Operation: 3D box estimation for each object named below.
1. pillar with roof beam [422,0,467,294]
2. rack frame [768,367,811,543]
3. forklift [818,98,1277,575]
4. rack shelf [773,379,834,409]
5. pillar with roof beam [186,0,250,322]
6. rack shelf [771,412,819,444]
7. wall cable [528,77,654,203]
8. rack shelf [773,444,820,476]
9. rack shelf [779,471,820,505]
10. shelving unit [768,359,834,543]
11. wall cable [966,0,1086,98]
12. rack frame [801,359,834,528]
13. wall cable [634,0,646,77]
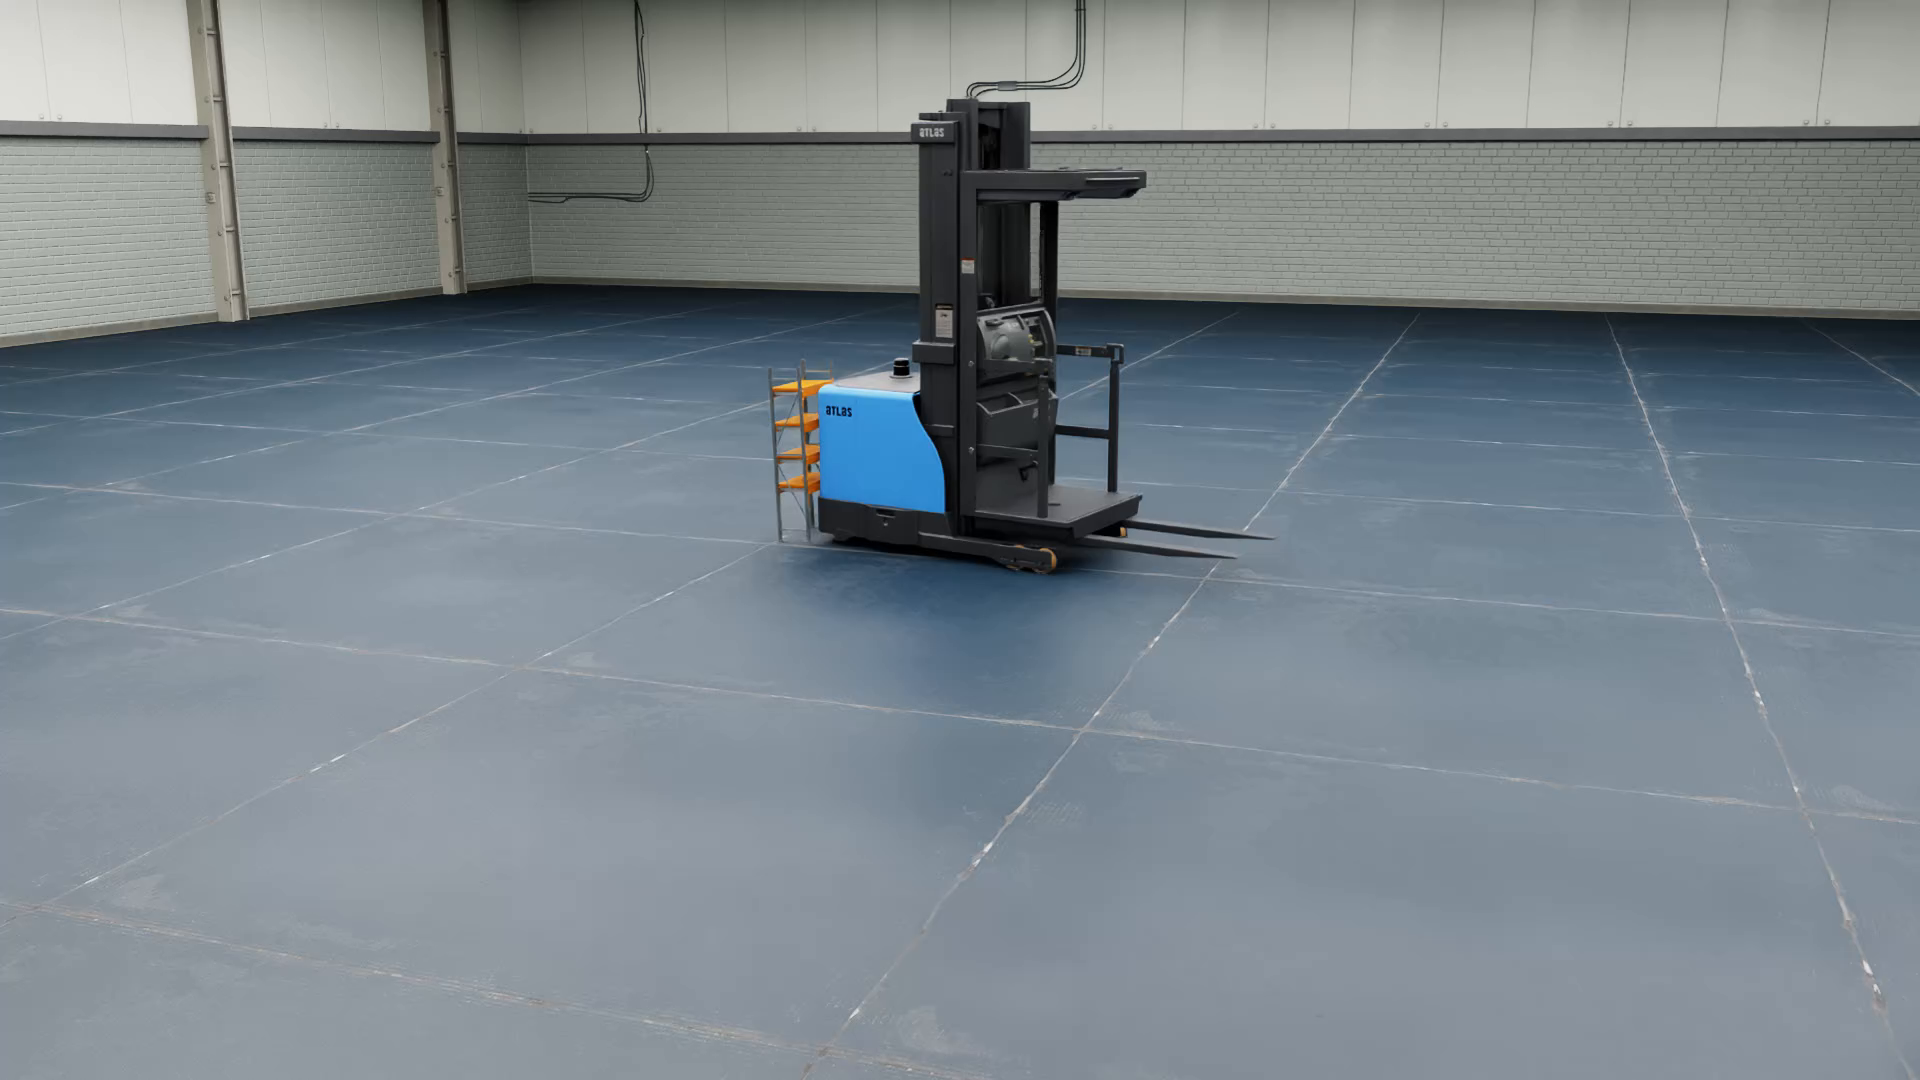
[{"bbox_3d":[-5.895,-8.941,30.439,9.100,9.000,0.400,4,14,18],"label":"pillar with roof beam"},{"bbox_3d":[-1.156,-0.572,11.271,0.240,1.200,0.015,2,13,22],"label":"rack frame"},{"bbox_3d":[0.551,-1.344,10.789,3.031,2.935,1.130,8,15,31],"label":"forklift"},{"bbox_3d":[-1.080,-1.006,11.410,0.258,0.148,0.480,2,13,22],"label":"rack shelf"},{"bbox_3d":[-7.836,-7.678,24.904,9.100,9.000,0.400,4,14,18],"label":"pillar with roof beam"},{"bbox_3d":[-1.071,-0.775,11.459,0.258,0.148,0.480,2,13,22],"label":"rack shelf"},{"bbox_3d":[-7.764,-8.262,34.443,3.097,2.526,0.112,4,14,18],"label":"wall cable"},{"bbox_3d":[-1.062,-0.556,11.505,0.258,0.148,0.480,2,13,22],"label":"rack shelf"},{"bbox_3d":[-1.054,-0.362,11.546,0.258,0.148,0.480,2,13,22],"label":"rack shelf"},{"bbox_3d":[-1.064,-0.622,11.491,0.258,1.200,0.503,2,13,22],"label":"shelving unit"},{"bbox_3d":[1.214,-10.747,30.710,2.305,6.003,0.169,4,14,18],"label":"wall cable"},{"bbox_3d":[-0.973,-0.672,11.712,0.240,1.200,0.015,2,13,22],"label":"rack frame"},{"bbox_3d":[-5.204,-10.530,33.028,3.097,2.526,0.112,4,14,18],"label":"wall cable"}]
